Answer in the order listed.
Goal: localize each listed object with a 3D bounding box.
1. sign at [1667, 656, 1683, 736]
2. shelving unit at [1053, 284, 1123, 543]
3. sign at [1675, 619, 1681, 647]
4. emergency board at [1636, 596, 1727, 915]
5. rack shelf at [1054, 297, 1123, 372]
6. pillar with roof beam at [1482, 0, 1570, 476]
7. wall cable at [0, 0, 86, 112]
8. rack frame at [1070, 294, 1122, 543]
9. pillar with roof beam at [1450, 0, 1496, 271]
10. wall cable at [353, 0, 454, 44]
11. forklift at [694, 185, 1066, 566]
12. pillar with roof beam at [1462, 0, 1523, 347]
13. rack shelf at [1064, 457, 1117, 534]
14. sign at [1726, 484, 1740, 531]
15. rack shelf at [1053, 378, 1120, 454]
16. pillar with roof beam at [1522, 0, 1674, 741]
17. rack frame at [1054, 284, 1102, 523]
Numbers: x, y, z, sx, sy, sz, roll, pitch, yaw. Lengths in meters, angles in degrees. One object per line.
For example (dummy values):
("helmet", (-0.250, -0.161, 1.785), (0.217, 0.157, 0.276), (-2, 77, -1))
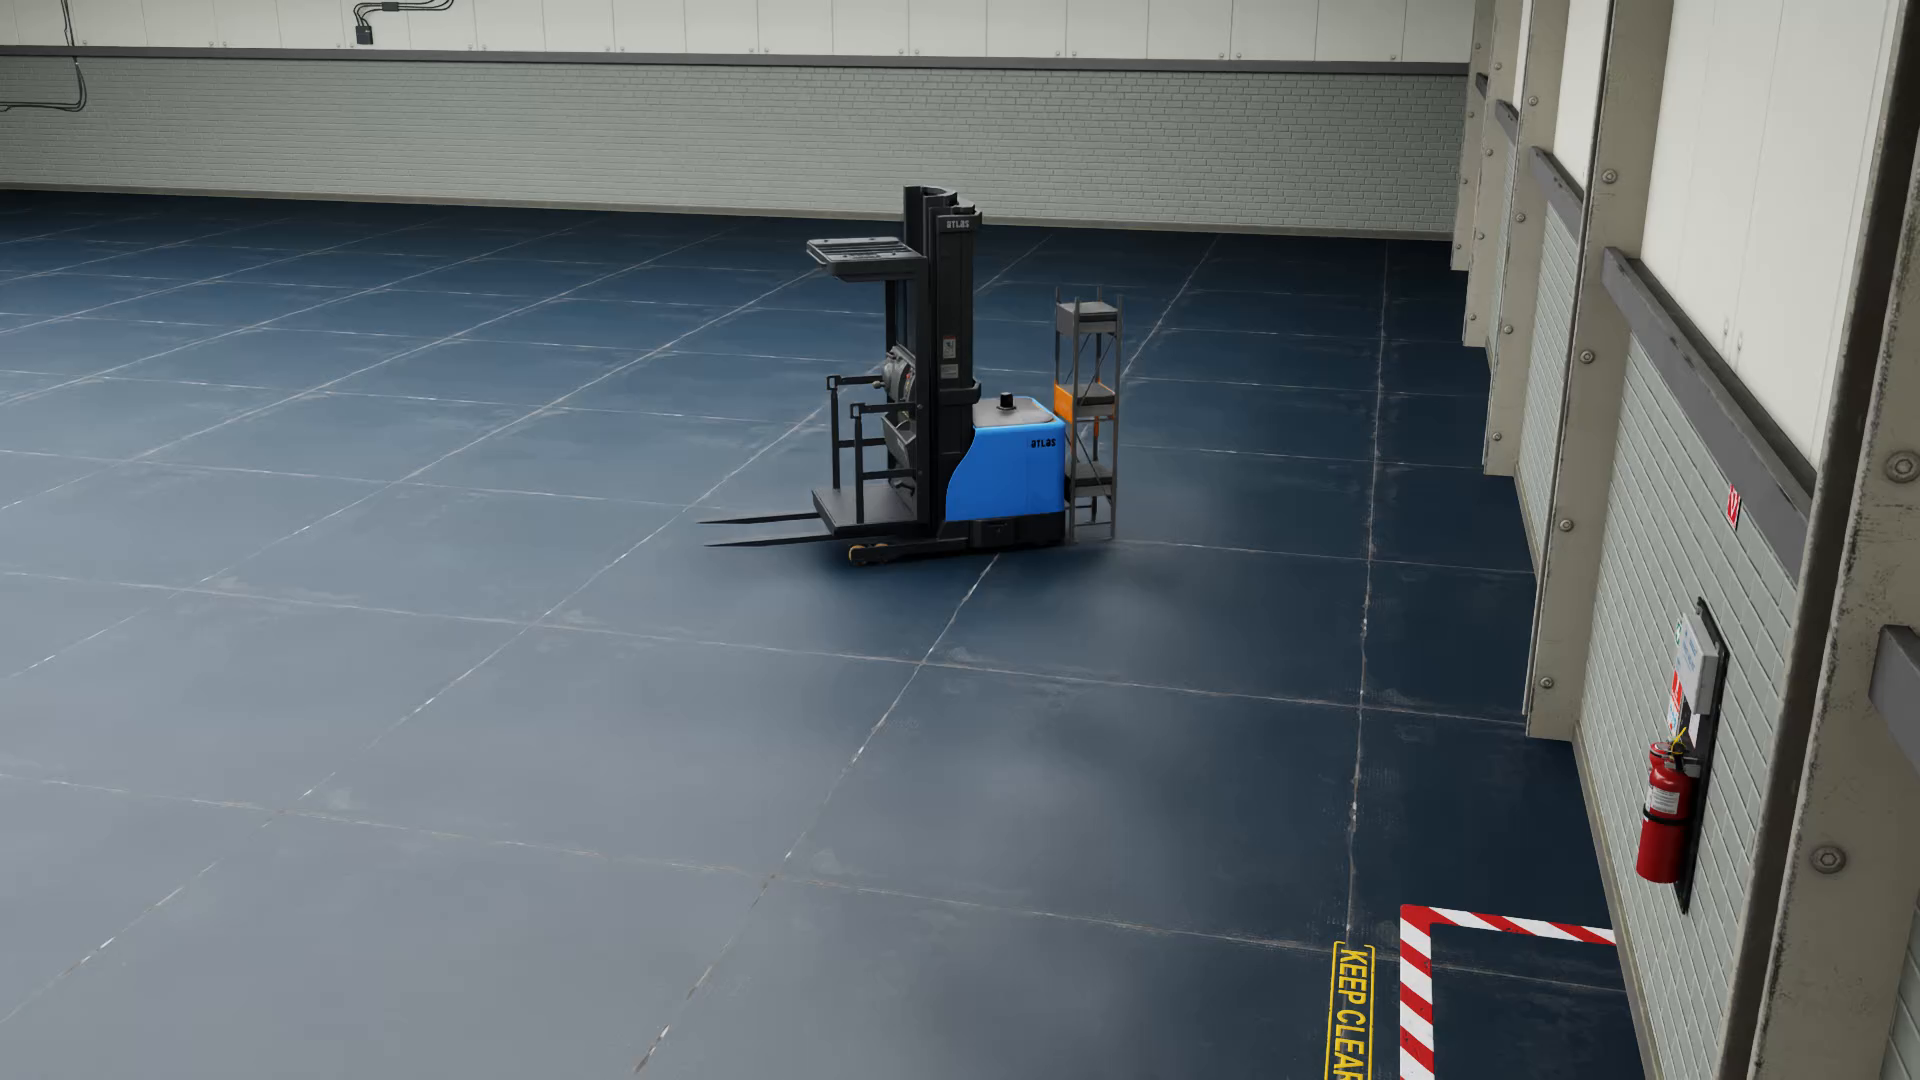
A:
("sign", (3.198, 0.704, 7.431), (0.001, 0.329, 0.234), (5, 19, 13))
("shelving unit", (1.063, -1.064, 14.053), (0.431, 2.100, 0.503), (-5, 19, -14))
("sign", (3.188, 0.454, 7.343), (0.001, 0.109, 0.331), (5, 19, 13))
("emergency board", (2.963, 0.886, 6.953), (0.194, 1.169, 0.643), (5, 19, 13))
("rack shelf", (1.063, -1.713, 13.831), (0.431, 0.518, 0.480), (-5, 19, -14))
("pillar with roof beam", (1.080, -5.283, 15.731), (9.100, 9.000, 0.400), (5, 19, 13))
("wall cable", (-20.357, -10.541, 35.930), (3.097, 2.526, 0.112), (5, 19, 13))
("rack frame", (1.127, -0.988, 13.830), (0.400, 2.100, 0.015), (-5, 19, -14))
("pillar with roof beam", (4.012, -9.044, 26.743), (9.100, 9.000, 0.400), (5, 19, 13))
("wall cable", (-11.155, -12.865, 32.669), (2.305, 6.003, 0.169), (5, 19, 13))
("forklift", (-0.685, -1.366, 13.653), (3.031, 2.935, 1.130), (-5, 19, -14))
("pillar with roof beam", (2.546, -7.163, 21.237), (9.100, 9.000, 0.400), (5, 19, 13))
("rack shelf", (1.063, -0.388, 14.284), (0.431, 0.518, 0.480), (-5, 19, -14))
("sign", (3.062, -0.206, 6.562), (0.001, 0.298, 0.199), (5, 19, 13))
("rack shelf", (1.063, -1.051, 14.058), (0.431, 0.518, 0.480), (-5, 19, -14))
("pillar with roof beam", (-0.386, -3.402, 10.225), (9.100, 9.000, 0.400), (5, 19, 13))
("rack frame", (0.999, -1.140, 14.276), (0.400, 2.100, 0.015), (-5, 19, -14))
